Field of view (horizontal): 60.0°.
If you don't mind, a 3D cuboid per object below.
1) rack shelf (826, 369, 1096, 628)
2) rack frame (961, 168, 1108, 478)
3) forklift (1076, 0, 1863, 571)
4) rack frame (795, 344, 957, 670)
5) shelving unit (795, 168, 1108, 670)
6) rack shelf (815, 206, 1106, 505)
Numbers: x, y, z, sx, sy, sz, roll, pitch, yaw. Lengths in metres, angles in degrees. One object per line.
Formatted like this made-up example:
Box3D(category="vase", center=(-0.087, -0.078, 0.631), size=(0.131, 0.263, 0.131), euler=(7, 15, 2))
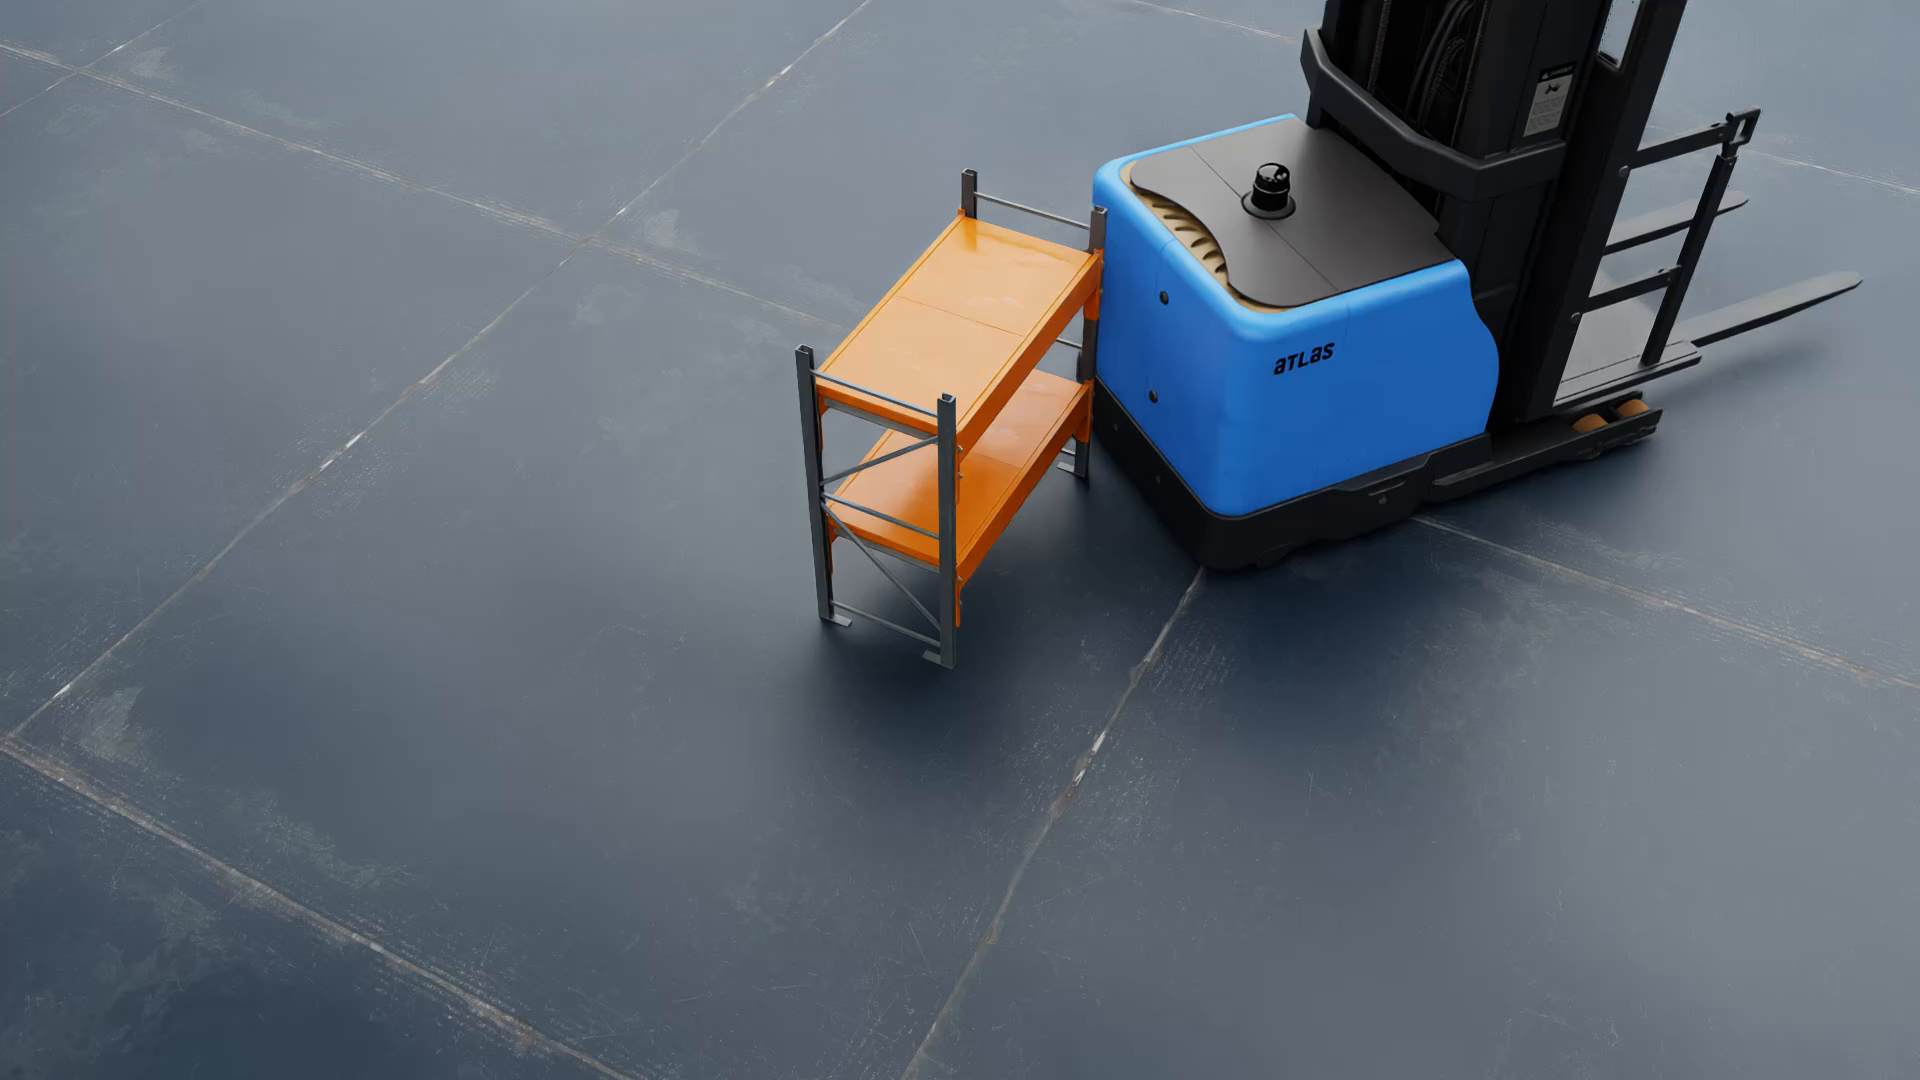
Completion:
Box3D(category="rack shelf", center=(-0.003, -0.219, 5.520), size=(0.538, 0.278, 1.000), euler=(20, 49, 19))
Box3D(category="rack frame", center=(0.233, -0.711, 5.662), size=(0.500, 1.125, 0.032), euler=(20, 49, 19))
Box3D(category="forklift", center=(1.984, -1.644, 5.315), size=(3.031, 2.935, 1.130), euler=(-18, 48, -17))
Box3D(category="rack frame", center=(-0.239, -0.071, 5.029), size=(0.500, 1.125, 0.032), euler=(20, 49, 19))
Box3D(category="shelving unit", center=(-0.003, -0.391, 5.346), size=(0.538, 1.125, 1.048), euler=(20, 49, 19))
Box3D(category="rack shelf", center=(-0.003, -0.597, 5.138), size=(0.538, 0.278, 1.000), euler=(20, 49, 19))
